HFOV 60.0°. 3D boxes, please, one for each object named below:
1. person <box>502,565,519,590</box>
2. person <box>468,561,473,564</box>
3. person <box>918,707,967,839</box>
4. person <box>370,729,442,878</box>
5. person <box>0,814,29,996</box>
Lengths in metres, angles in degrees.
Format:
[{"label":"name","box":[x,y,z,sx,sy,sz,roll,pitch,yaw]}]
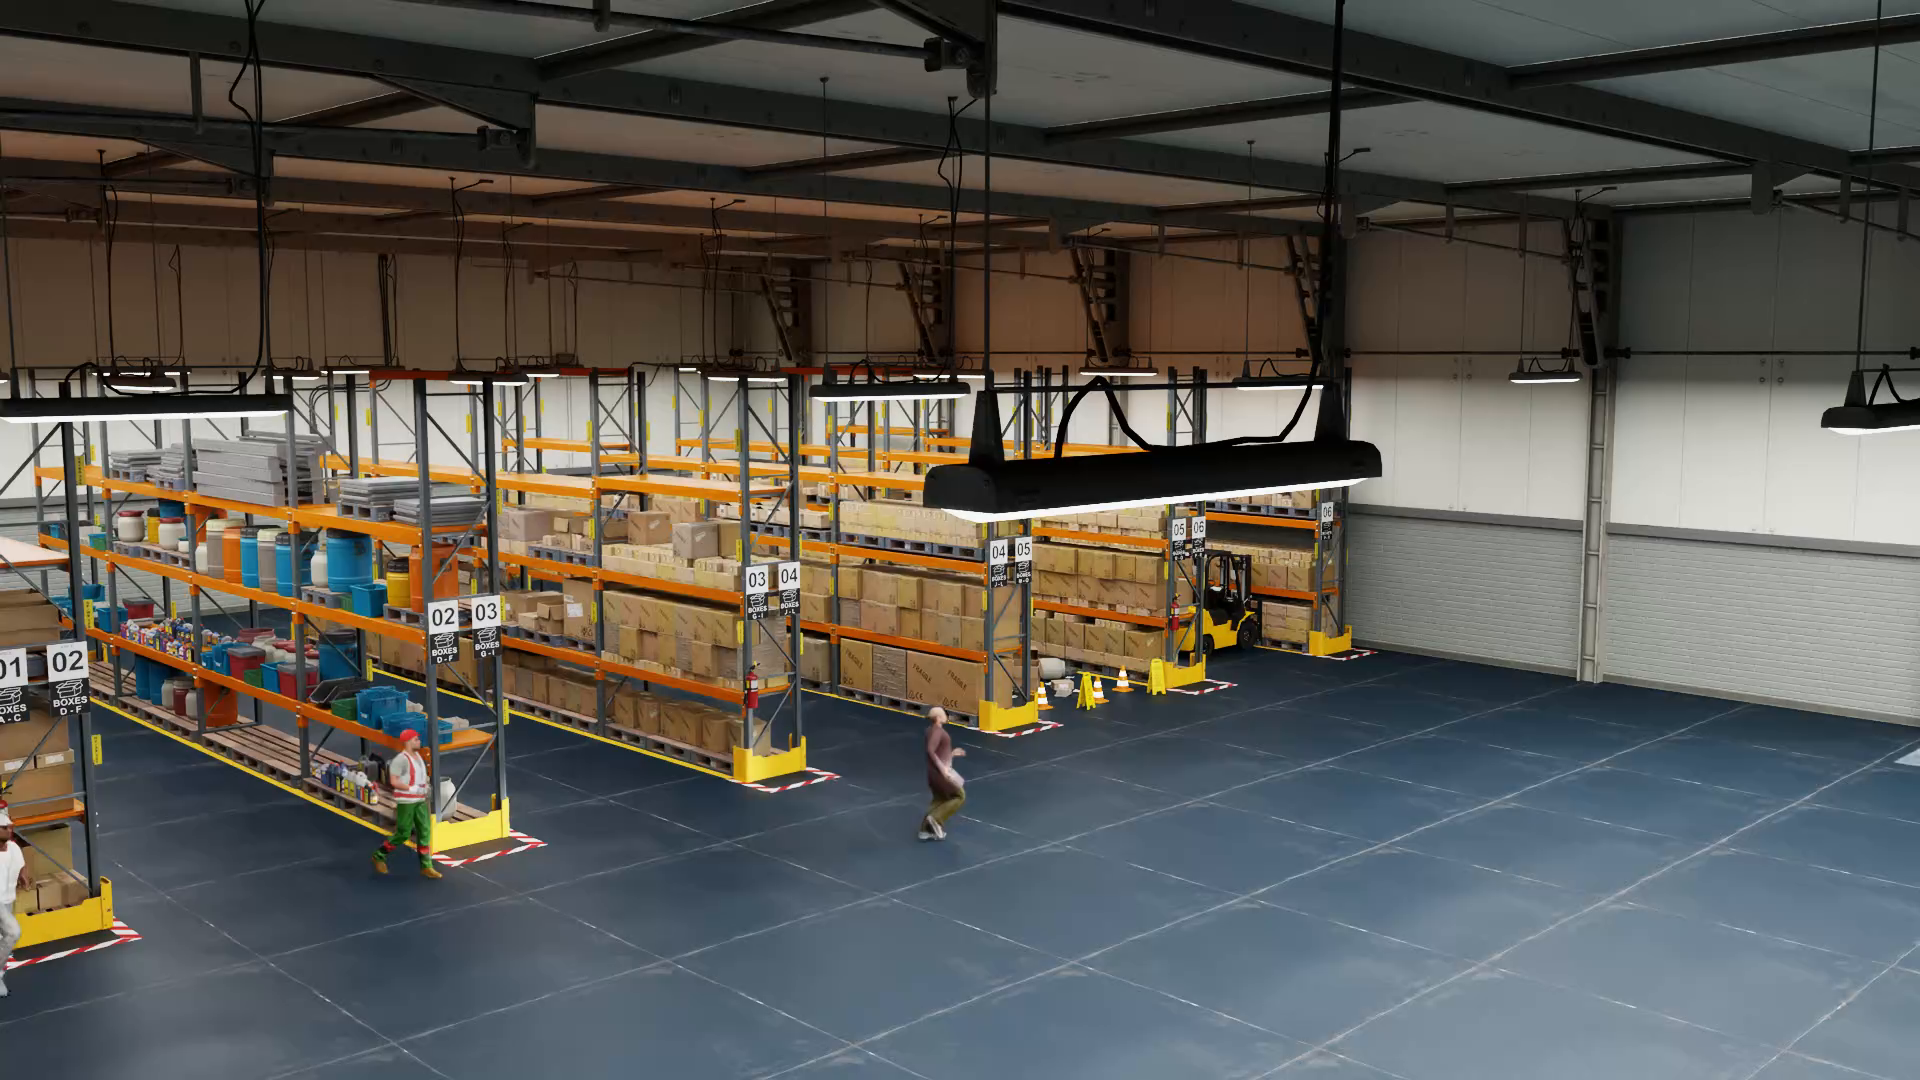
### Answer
[{"label":"person","box":[-11.054,0.866,40.841,0.902,1.711,0.765,0,6,-1]},{"label":"person","box":[-11.211,1.270,37.952,0.660,1.581,0.508,-2,7,-19]},{"label":"person","box":[-0.214,3.023,21.596,0.672,1.740,0.690,-2,7,-18]},{"label":"person","box":[-6.638,3.167,20.170,0.916,1.761,0.726,2,7,13]},{"label":"person","box":[-9.597,3.600,16.572,0.687,1.725,0.722,1,7,10]}]
